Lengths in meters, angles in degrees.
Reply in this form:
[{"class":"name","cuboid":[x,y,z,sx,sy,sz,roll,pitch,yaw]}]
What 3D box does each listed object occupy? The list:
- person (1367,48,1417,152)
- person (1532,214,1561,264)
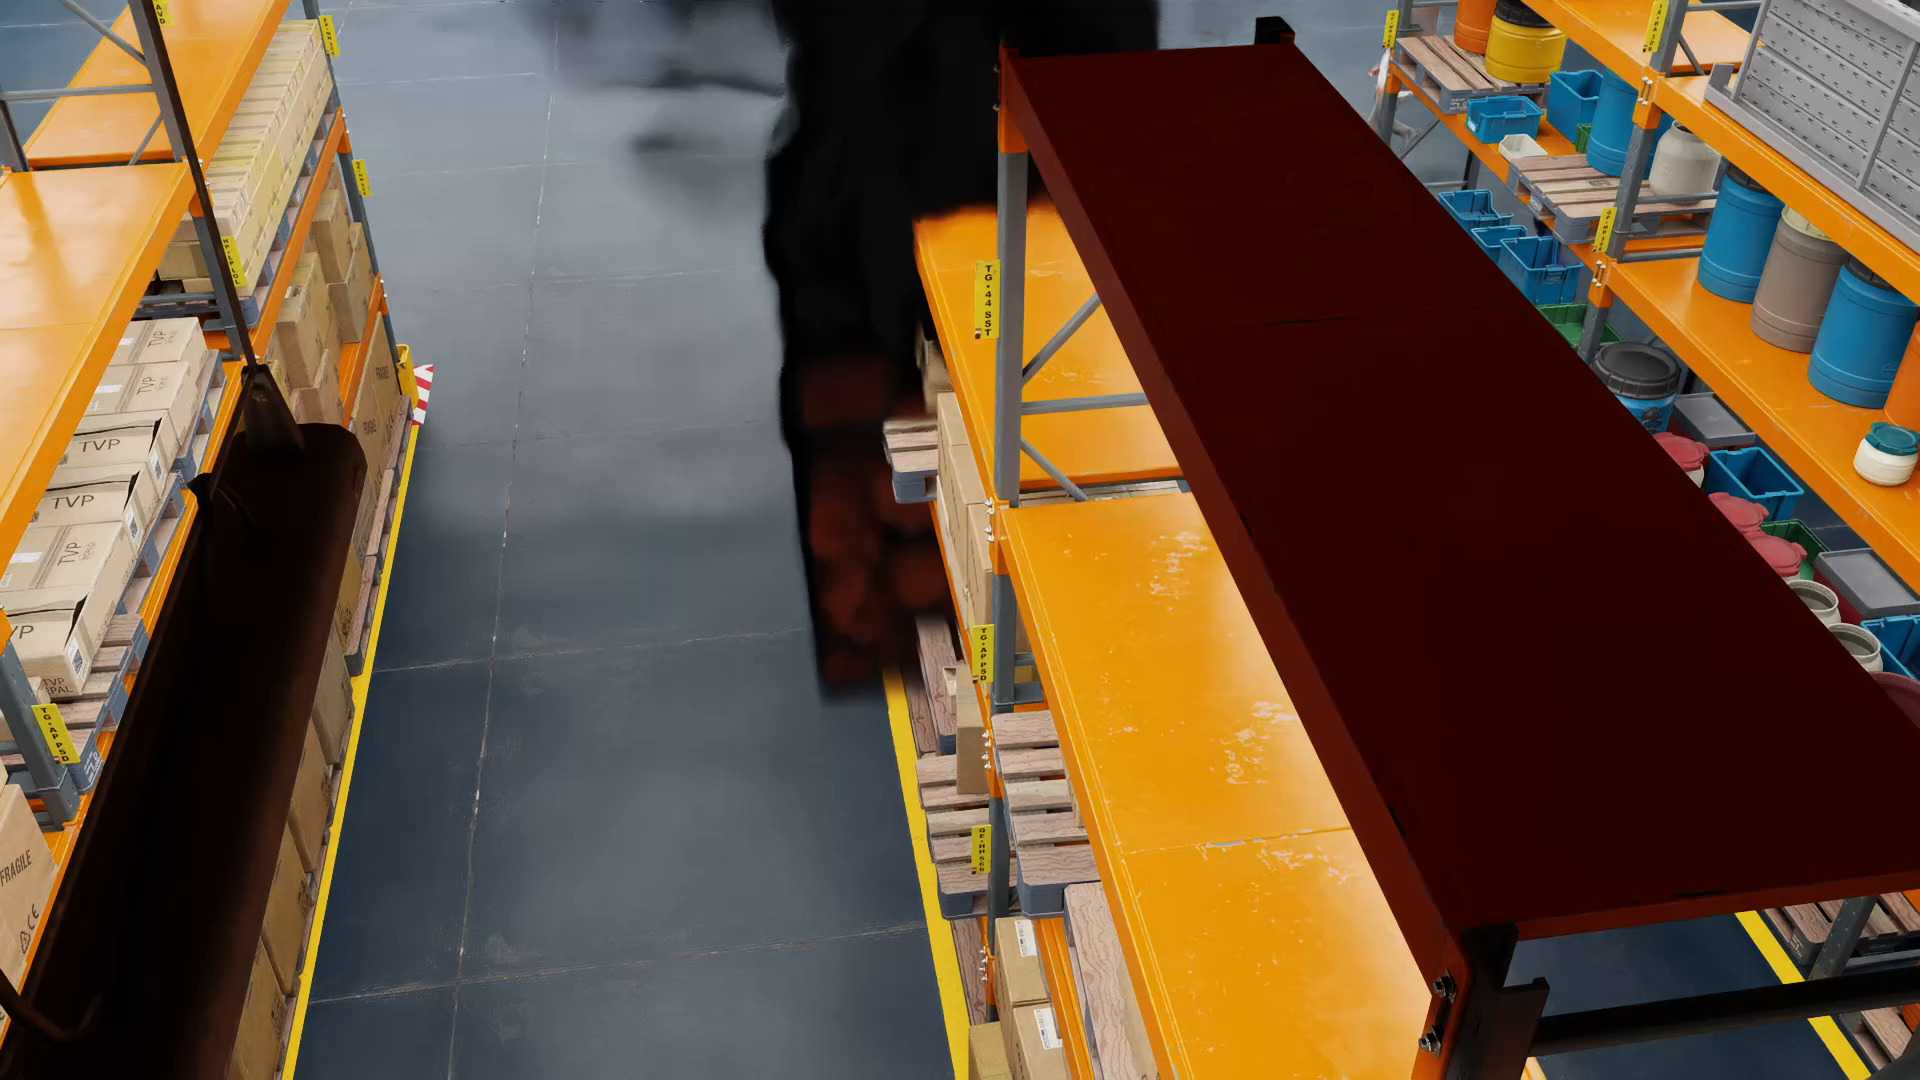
[{"class":"person","cuboid":[4.971,-5.130,18.974,0.658,1.730,0.660,7,37,9]},{"class":"person","cuboid":[5.611,-3.107,15.865,0.638,1.666,0.836,-13,38,-17]}]
